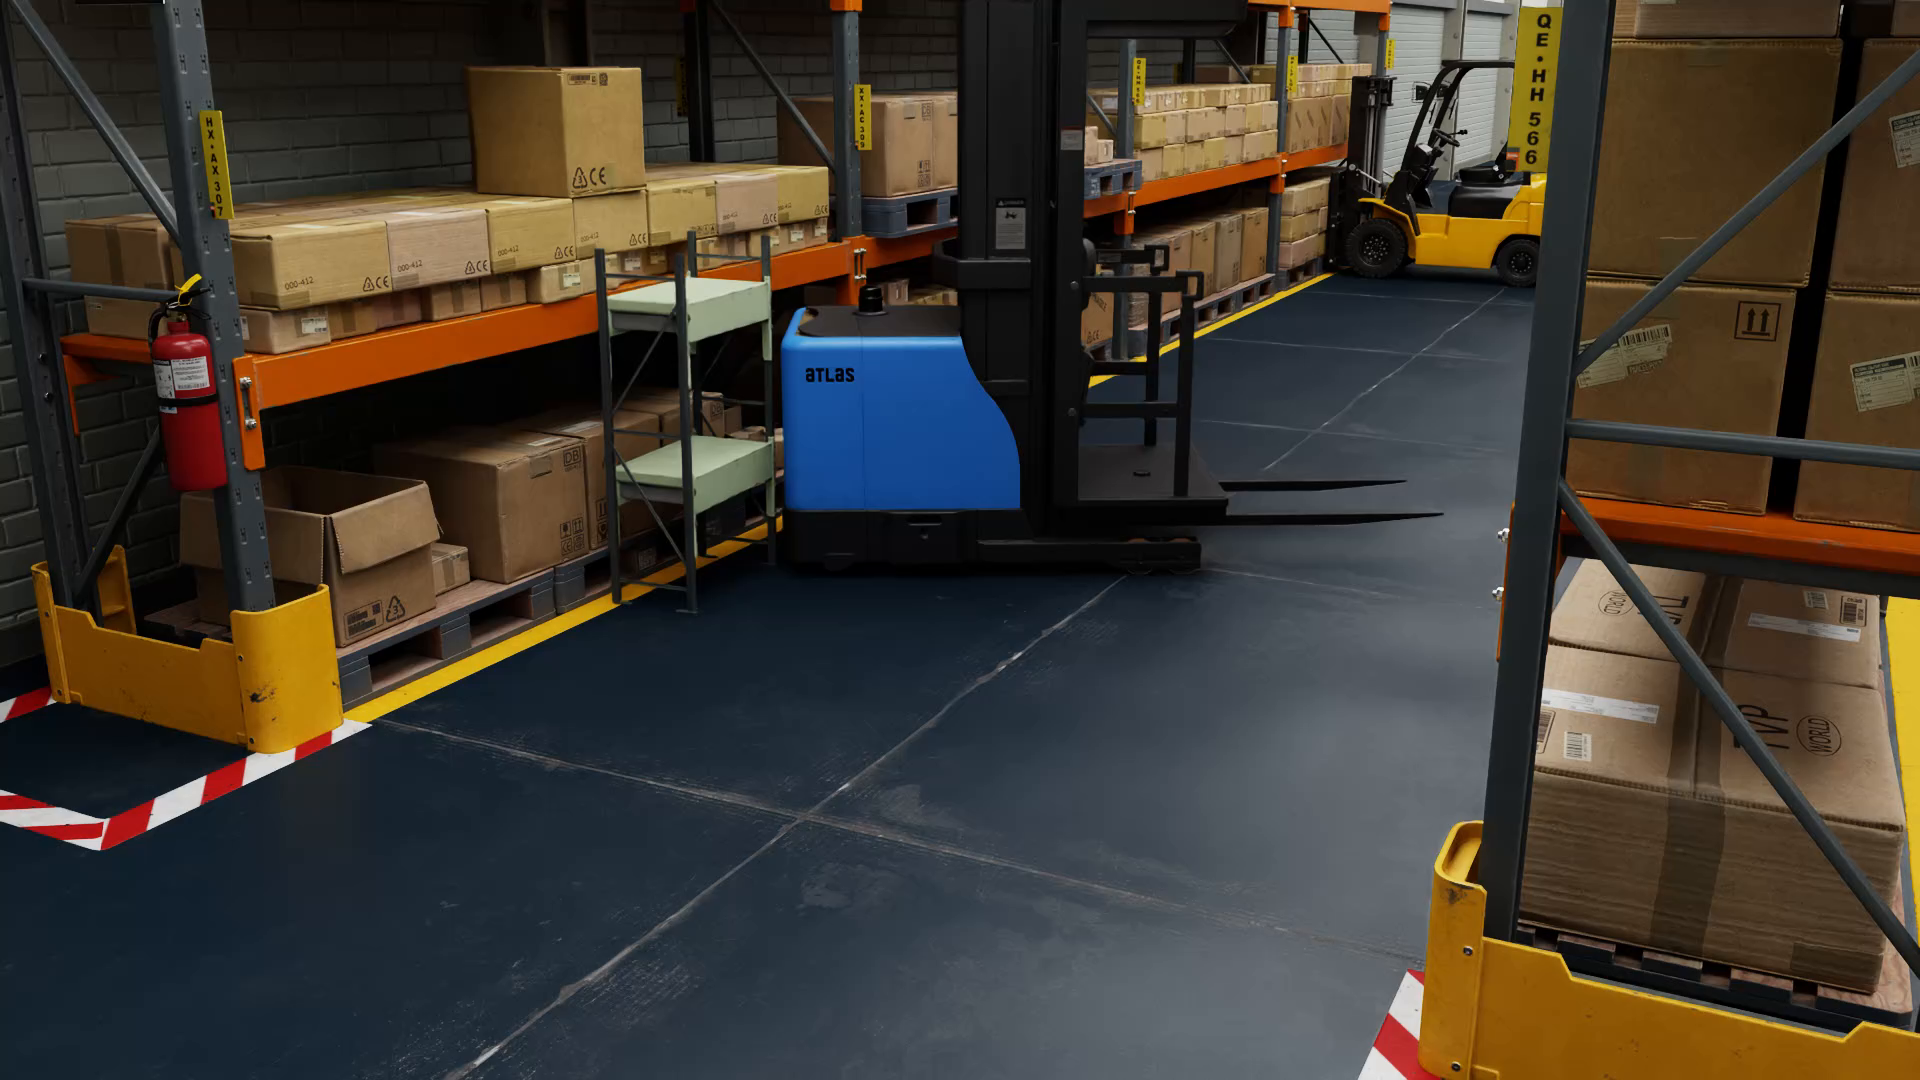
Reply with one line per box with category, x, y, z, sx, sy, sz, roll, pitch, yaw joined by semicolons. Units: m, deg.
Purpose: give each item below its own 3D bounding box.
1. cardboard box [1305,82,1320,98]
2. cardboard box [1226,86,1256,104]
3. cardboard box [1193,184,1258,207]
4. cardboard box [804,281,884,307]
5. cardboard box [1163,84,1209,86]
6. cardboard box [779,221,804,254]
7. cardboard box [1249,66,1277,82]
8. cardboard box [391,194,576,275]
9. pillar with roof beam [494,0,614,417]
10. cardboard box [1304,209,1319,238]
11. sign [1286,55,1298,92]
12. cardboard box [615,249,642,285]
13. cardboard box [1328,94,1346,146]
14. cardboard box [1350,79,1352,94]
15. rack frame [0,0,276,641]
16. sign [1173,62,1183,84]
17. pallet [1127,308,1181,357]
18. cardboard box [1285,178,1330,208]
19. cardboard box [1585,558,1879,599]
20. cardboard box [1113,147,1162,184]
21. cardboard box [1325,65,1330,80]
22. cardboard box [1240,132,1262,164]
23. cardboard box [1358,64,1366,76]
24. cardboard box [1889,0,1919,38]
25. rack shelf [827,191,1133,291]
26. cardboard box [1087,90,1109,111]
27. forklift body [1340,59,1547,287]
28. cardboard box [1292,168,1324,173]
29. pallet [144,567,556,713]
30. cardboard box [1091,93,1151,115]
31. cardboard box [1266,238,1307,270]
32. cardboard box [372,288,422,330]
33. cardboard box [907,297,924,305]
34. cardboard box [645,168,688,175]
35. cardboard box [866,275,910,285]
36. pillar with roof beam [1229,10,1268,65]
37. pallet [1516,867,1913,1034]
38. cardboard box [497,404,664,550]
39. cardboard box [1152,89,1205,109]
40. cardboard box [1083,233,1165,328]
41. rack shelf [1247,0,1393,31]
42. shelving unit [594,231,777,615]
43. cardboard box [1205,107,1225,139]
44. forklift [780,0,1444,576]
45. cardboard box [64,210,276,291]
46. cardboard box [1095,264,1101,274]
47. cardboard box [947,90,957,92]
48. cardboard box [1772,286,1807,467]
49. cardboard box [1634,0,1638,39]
cardboard box;3.343;-4.462;16.464;0.380;0.149;0.250;9;19;27
cardboard box;2.374;-3.902;14.579;0.380;0.149;0.250;7;18;24
cardboard box;2.629;-3.379;16.467;0.500;0.250;0.500;9;19;26
cardboard box;-0.648;-1.350;9.293;0.380;0.149;0.250;8;18;24
cardboard box;2.067;-4.101;15.249;0.380;0.149;0.250;7;18;24
cardboard box;-1.006;-1.525;8.333;0.380;0.149;0.250;9;19;27
cardboard box;3.011;-4.491;16.040;0.380;0.149;0.250;8;19;26
cardboard box;-1.887;-1.219;6.603;0.500;0.250;0.500;8;18;24
pillar with roof beam;1.742;-4.094;6.003;9.100;9.000;0.400;8;18;25
cardboard box;3.298;-3.201;16.748;0.500;0.250;0.500;8;18;25
sign;3.072;-4.317;15.395;0.100;0.325;0.005;8;18;25
cardboard box;-1.614;-1.204;7.250;0.380;0.149;0.250;8;18;25
cardboard box;3.701;-4.383;17.338;0.500;0.500;0.500;8;18;26
cardboard box;4.009;-4.857;17.794;0.380;0.149;0.250;7;18;24
rack frame;-2.780;-0.809;5.481;1.000;3.000;0.127;8;18;25
sign;2.085;-4.389;15.874;0.100;0.325;0.005;8;18;25
pallet;1.198;-1.715;13.428;1.003;0.211;1.213;8;18;25
cardboard box;3.529;-3.569;17.108;0.500;0.250;0.500;9;19;27
cardboard box;2.674;0.204;5.833;0.875;0.438;0.875;8;18;24
cardboard box;1.212;-2.857;12.639;0.500;0.250;0.500;8;18;26
cardboard box;3.590;-4.815;17.130;0.380;0.149;0.250;8;18;26
cardboard box;2.372;-3.504;14.816;0.500;0.250;0.500;8;18;25
cardboard box;4.223;-5.131;18.196;0.380;0.149;0.250;9;19;27
cardboard box;2.069;-1.072;3.295;0.380;0.149;0.250;9;19;27
rack shelf;-0.099;-1.993;10.729;1.077;0.370;4.000;8;18;25
cardboard box;0.947;-3.454;13.069;0.380;0.149;0.250;8;18;25
forklift body;5.154;-3.763;16.916;2.313;2.155;1.214;8;18;25
cardboard box;3.766;-4.021;18.631;0.500;0.250;0.500;8;18;25
pallet;-2.390;0.305;6.628;1.003;0.211;1.213;8;18;25
cardboard box;1.201;-3.250;12.383;0.380;0.149;0.250;9;19;27
cardboard box;3.095;-2.830;16.377;0.500;0.250;0.500;8;18;26
cardboard box;-2.229;-0.880;6.160;0.380;0.149;0.250;8;18;25
cardboard box;-0.435;-1.347;9.805;0.380;0.149;0.250;7;18;23
cardboard box;-1.673;-1.679;8.149;0.500;0.250;0.500;8;18;25
cardboard box;-0.546;-1.608;10.683;0.380;0.149;0.250;8;18;26
pillar with roof beam;7.104;-7.150;16.294;9.100;9.000;0.400;8;18;25
pallet;1.950;0.944;4.475;1.003;0.211;1.213;8;18;25
cardboard box;-1.679;-0.291;7.388;0.500;0.500;0.500;8;19;26
cardboard box;1.768;-3.580;13.494;0.380;0.149;0.250;9;19;27
cardboard box;1.086;-2.067;13.149;0.875;0.625;0.625;9;19;27
rack shelf;3.476;-5.469;17.163;1.077;0.370;4.000;8;18;25
shelving unit;-1.153;-0.526;7.154;0.431;1.500;0.755;7;18;20
cardboard box;1.892;-3.489;13.887;0.500;0.250;0.500;8;18;26
forklift;0.706;-1.396;7.575;3.031;2.935;1.130;0;17;-2
cardboard box;-2.812;-1.031;5.969;0.500;0.250;0.500;9;19;27
cardboard box;0.801;-2.003;12.014;0.380;0.149;0.250;7;18;23
cardboard box;0.231;-2.659;10.789;0.797;0.503;0.637;8;18;24
cardboard box;1.879;-0.509;4.295;0.500;0.500;0.500;8;18;24
cardboard box;1.736;-1.202;3.731;0.380;0.149;0.250;8;19;26
